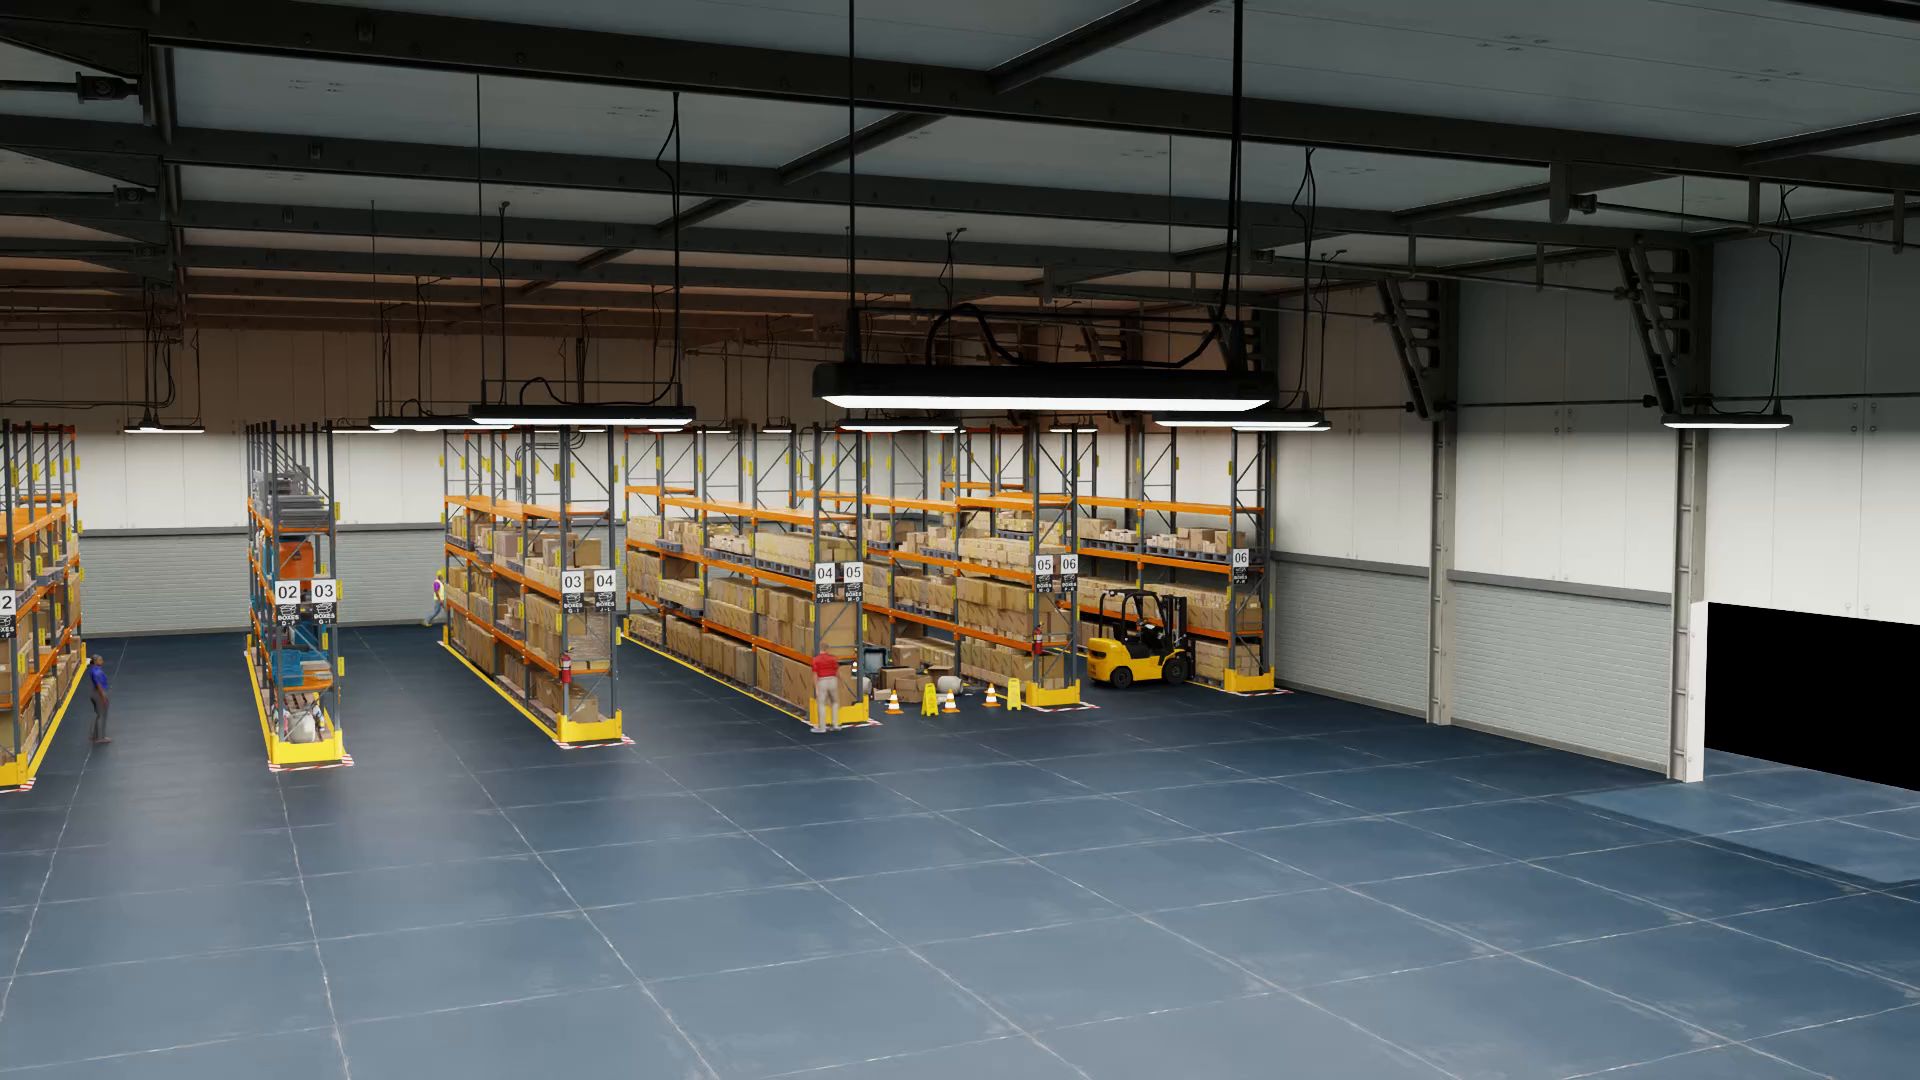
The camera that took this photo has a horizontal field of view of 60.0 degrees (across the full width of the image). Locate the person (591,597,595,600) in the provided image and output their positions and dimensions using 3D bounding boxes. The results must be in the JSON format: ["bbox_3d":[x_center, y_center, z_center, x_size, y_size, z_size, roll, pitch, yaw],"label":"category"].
[{"bbox_3d":[-10.426,1.884,48.032,0.507,1.642,0.786,-1,4,-15],"label":"person"}]

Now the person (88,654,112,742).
[{"bbox_3d":[-16.062,2.950,31.047,0.487,1.665,0.372,3,4,37],"label":"person"}]

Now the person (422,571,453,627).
[{"bbox_3d":[-15.510,1.771,49.586,1.022,1.720,0.688,0,4,-5],"label":"person"}]

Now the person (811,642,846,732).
[{"bbox_3d":[-2.540,2.857,32.129,0.705,1.772,0.395,-1,4,-13],"label":"person"}]
